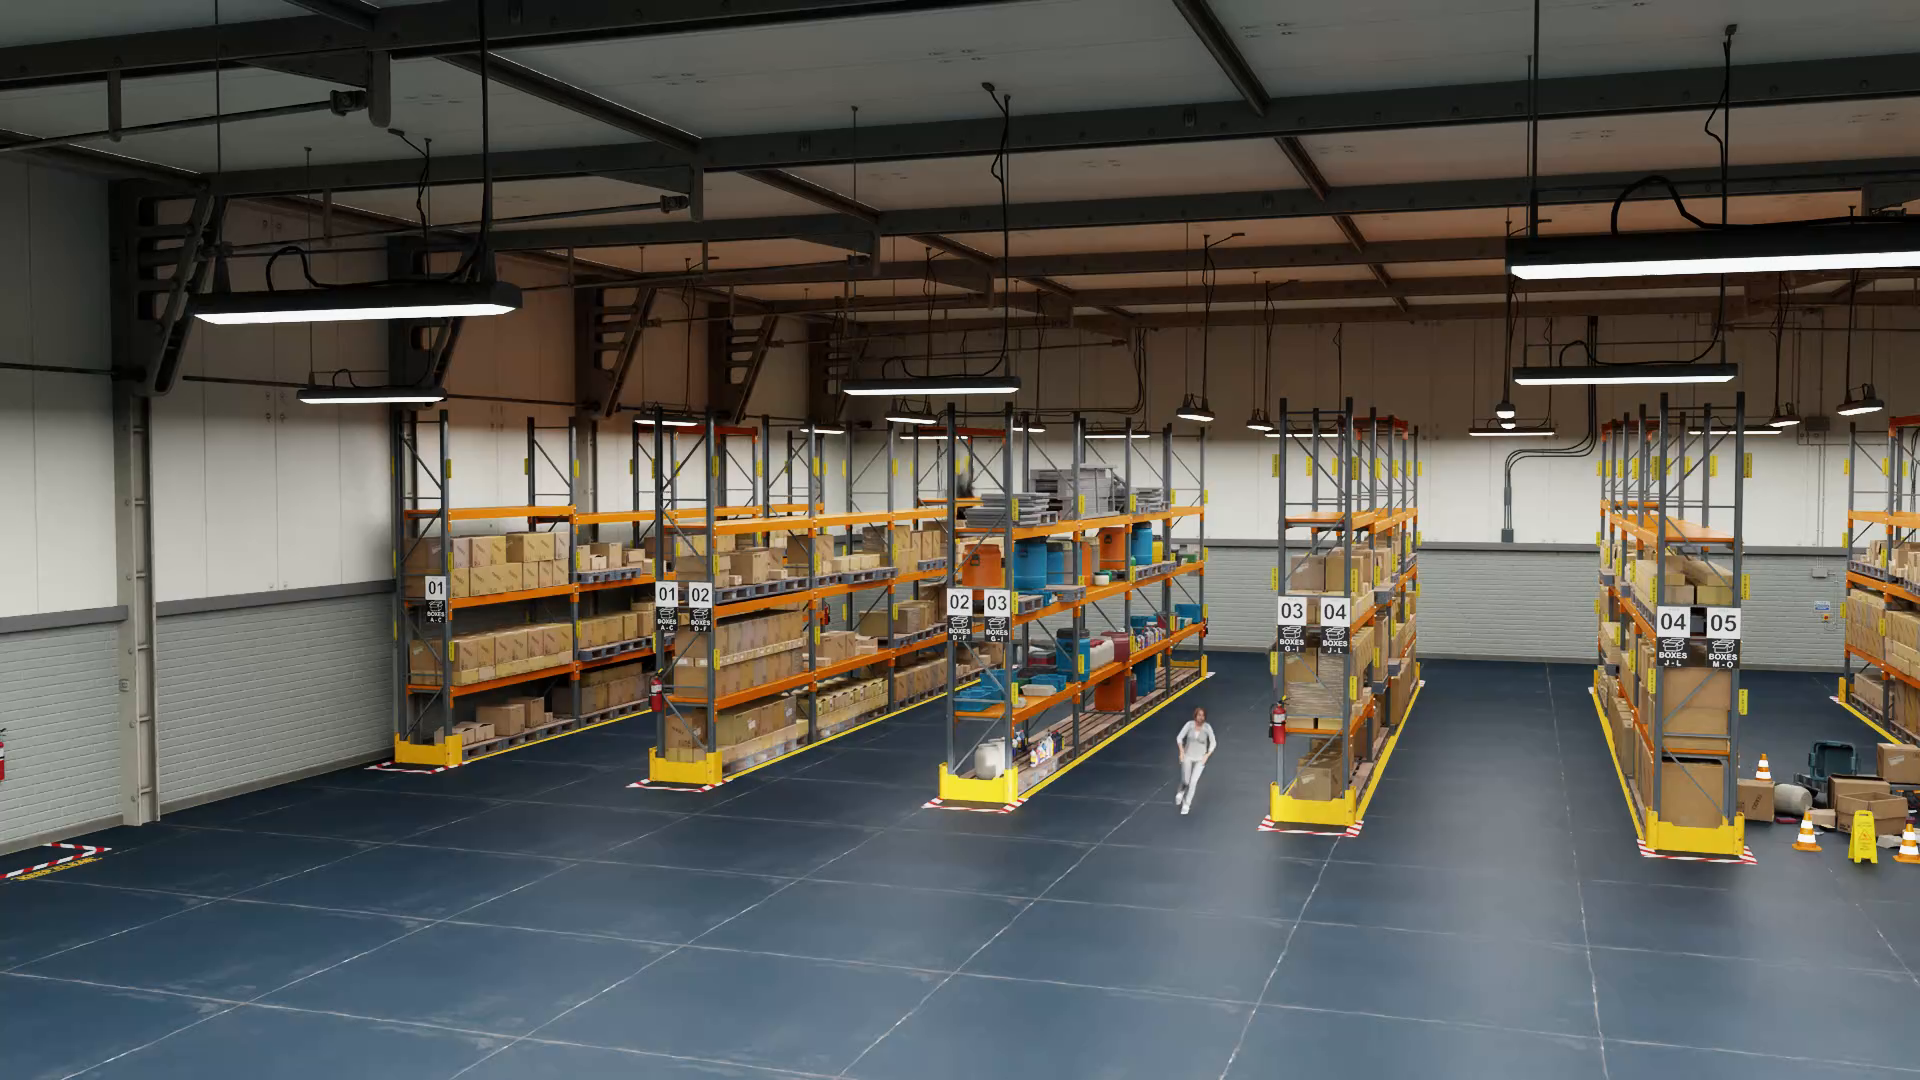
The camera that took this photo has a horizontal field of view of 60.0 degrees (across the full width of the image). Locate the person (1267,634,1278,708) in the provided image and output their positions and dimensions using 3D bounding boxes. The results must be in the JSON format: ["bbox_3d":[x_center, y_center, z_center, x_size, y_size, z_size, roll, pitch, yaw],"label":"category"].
[{"bbox_3d":[6.562,2.727,33.835,0.660,1.715,0.993,1,3,23],"label":"person"}]

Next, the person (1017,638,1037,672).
[{"bbox_3d":[1.408,2.755,33.701,0.600,1.676,0.907,1,3,19],"label":"person"}]

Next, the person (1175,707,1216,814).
[{"bbox_3d":[3.438,3.209,24.264,0.585,1.536,0.517,0,2,6],"label":"person"}]
